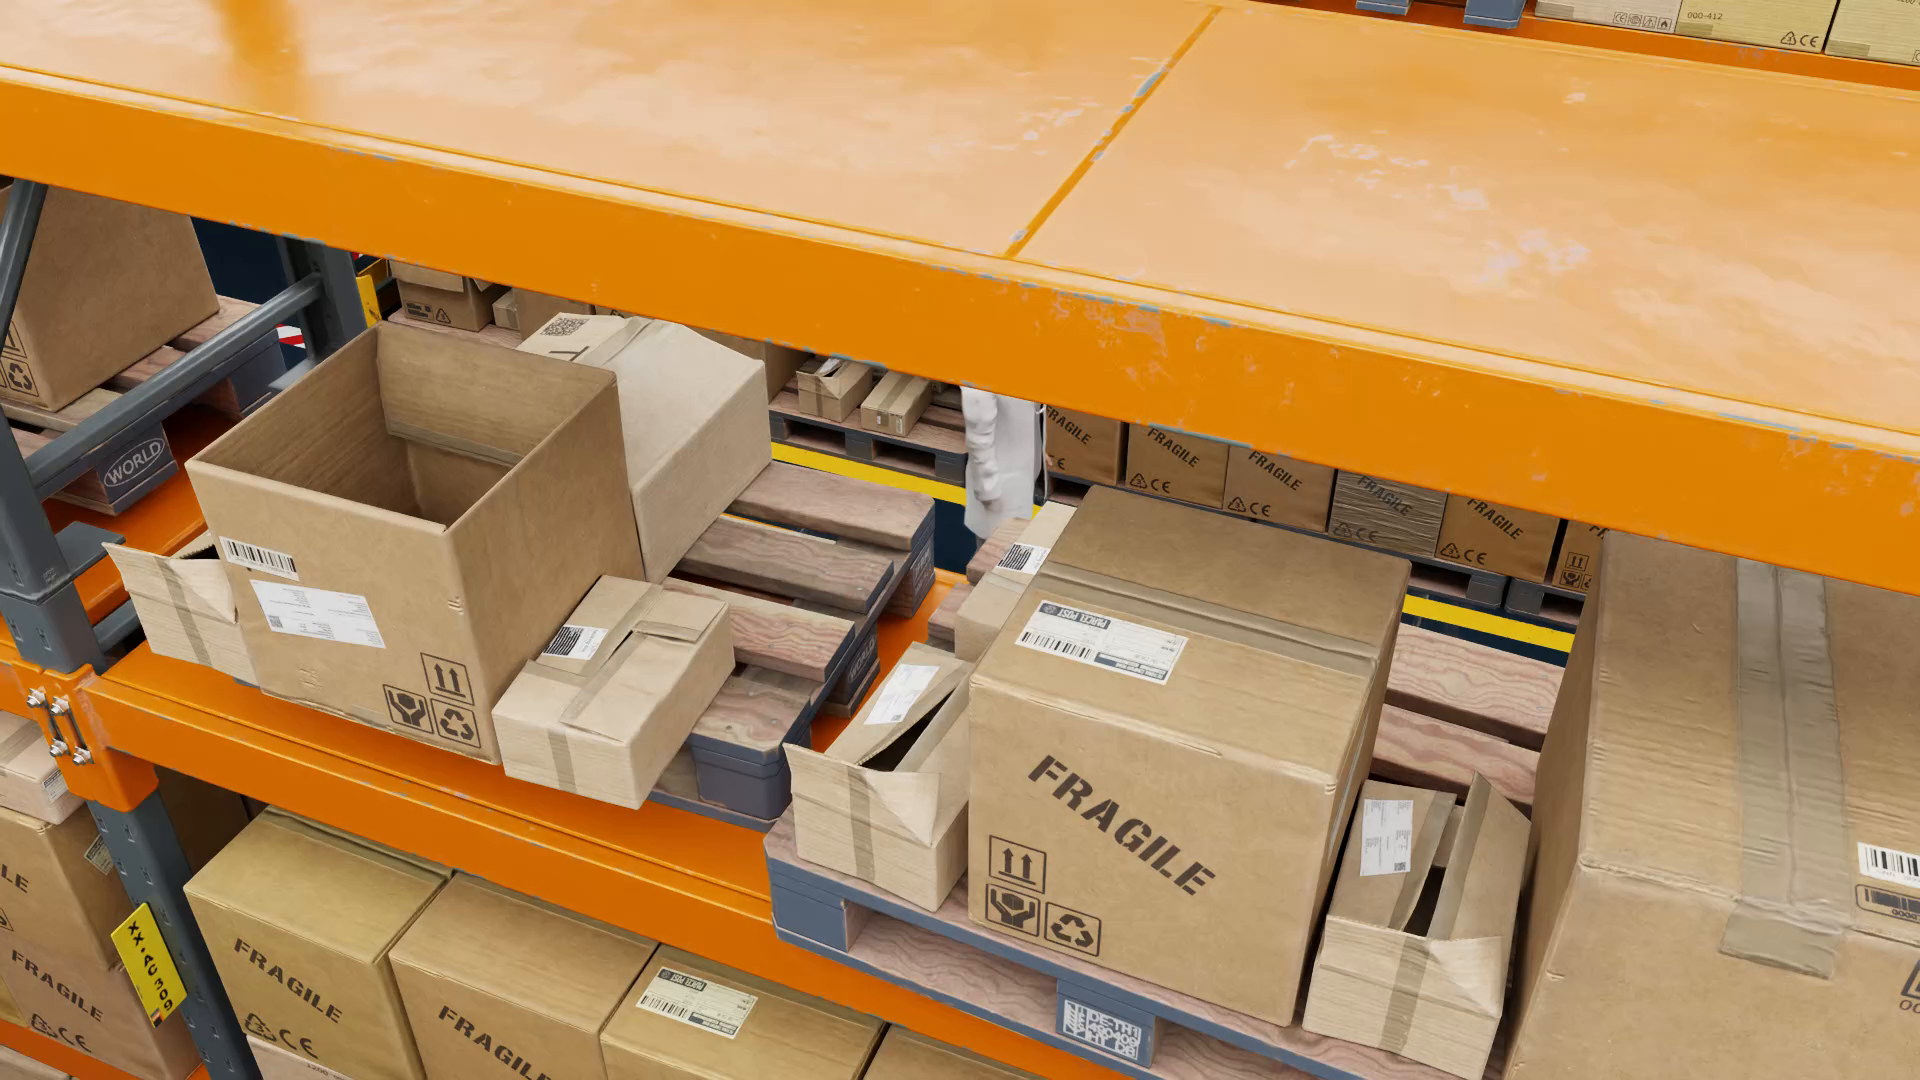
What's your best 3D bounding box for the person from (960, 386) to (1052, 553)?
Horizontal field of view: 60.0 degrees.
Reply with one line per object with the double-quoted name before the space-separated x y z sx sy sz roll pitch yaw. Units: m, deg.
"person" 0.216 -0.306 7.240 0.390 1.779 0.558 14 39 18
